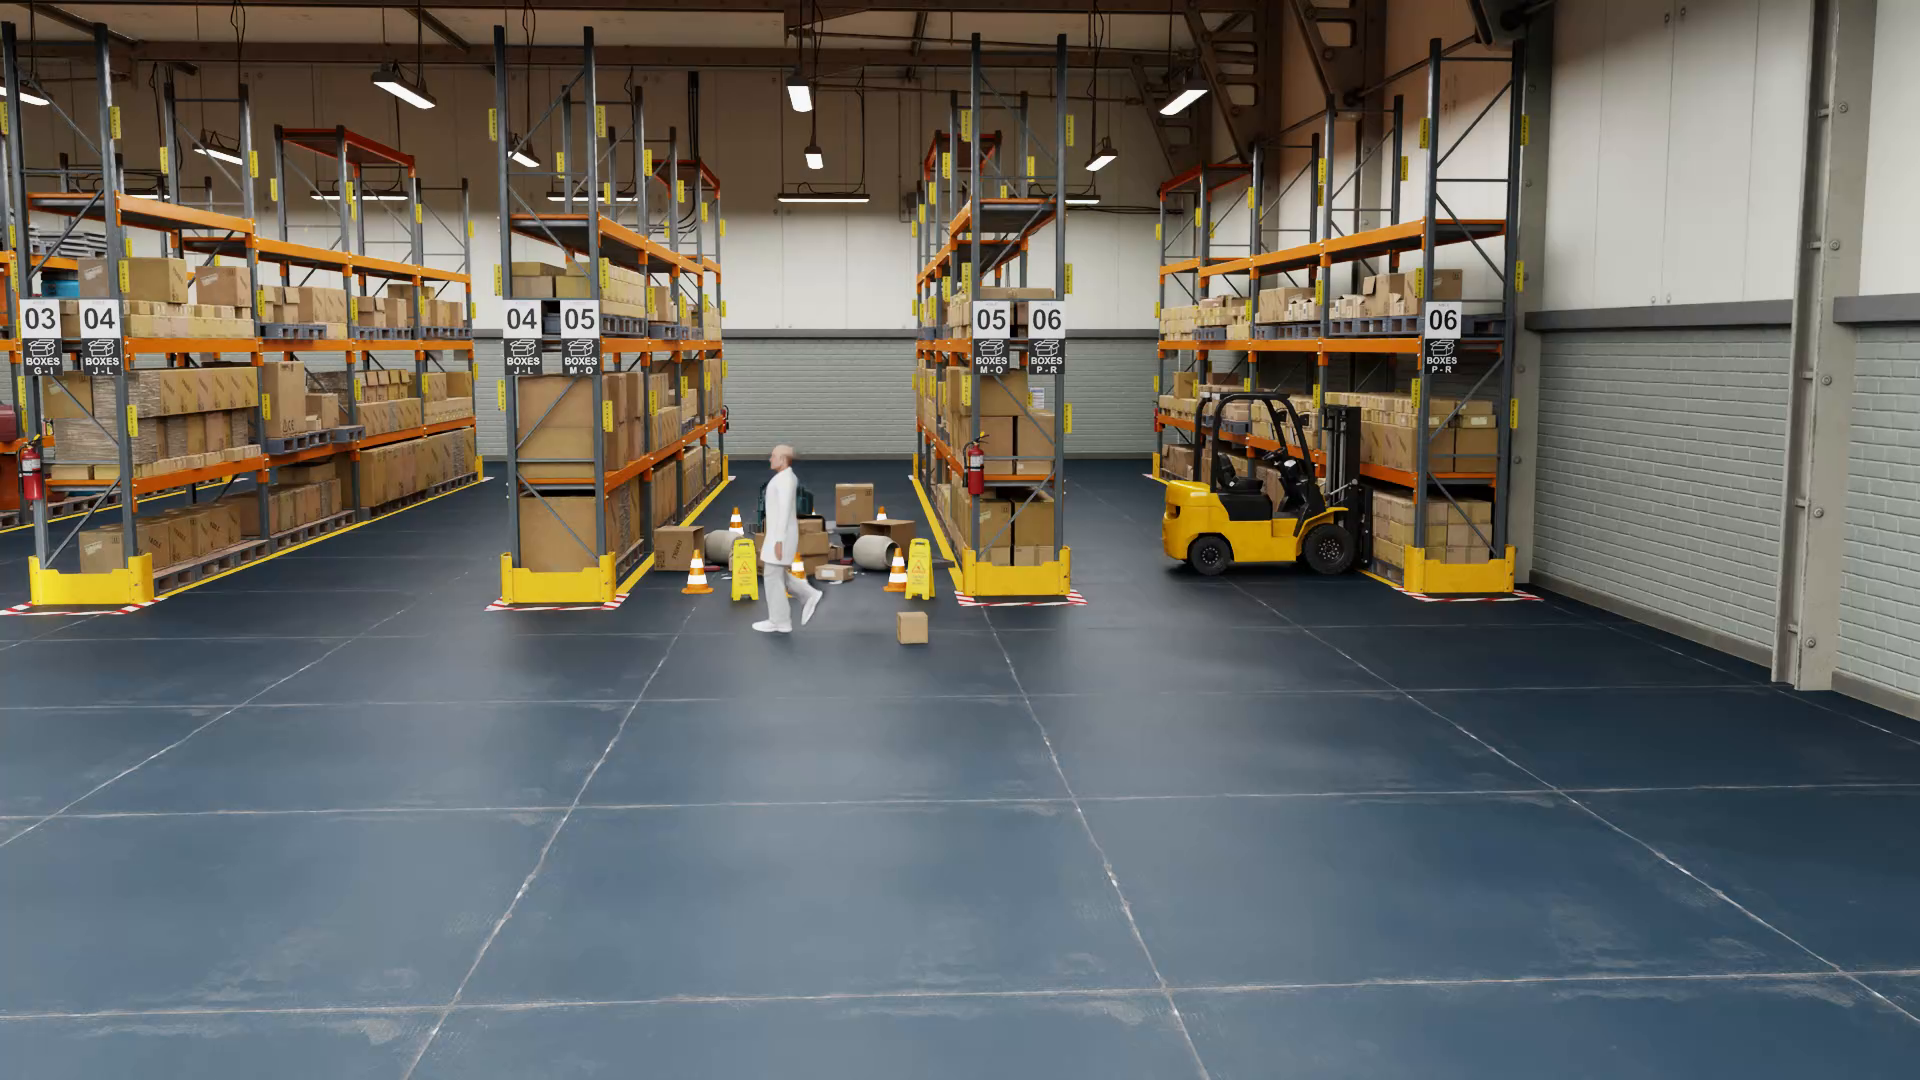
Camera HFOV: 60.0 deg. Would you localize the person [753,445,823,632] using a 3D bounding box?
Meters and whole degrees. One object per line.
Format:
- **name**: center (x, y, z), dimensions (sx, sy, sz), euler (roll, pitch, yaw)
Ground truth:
- **person**: center (-1.638, -0.020, 15.740), dimensions (0.660, 1.766, 0.599), euler (0, 7, 0)
